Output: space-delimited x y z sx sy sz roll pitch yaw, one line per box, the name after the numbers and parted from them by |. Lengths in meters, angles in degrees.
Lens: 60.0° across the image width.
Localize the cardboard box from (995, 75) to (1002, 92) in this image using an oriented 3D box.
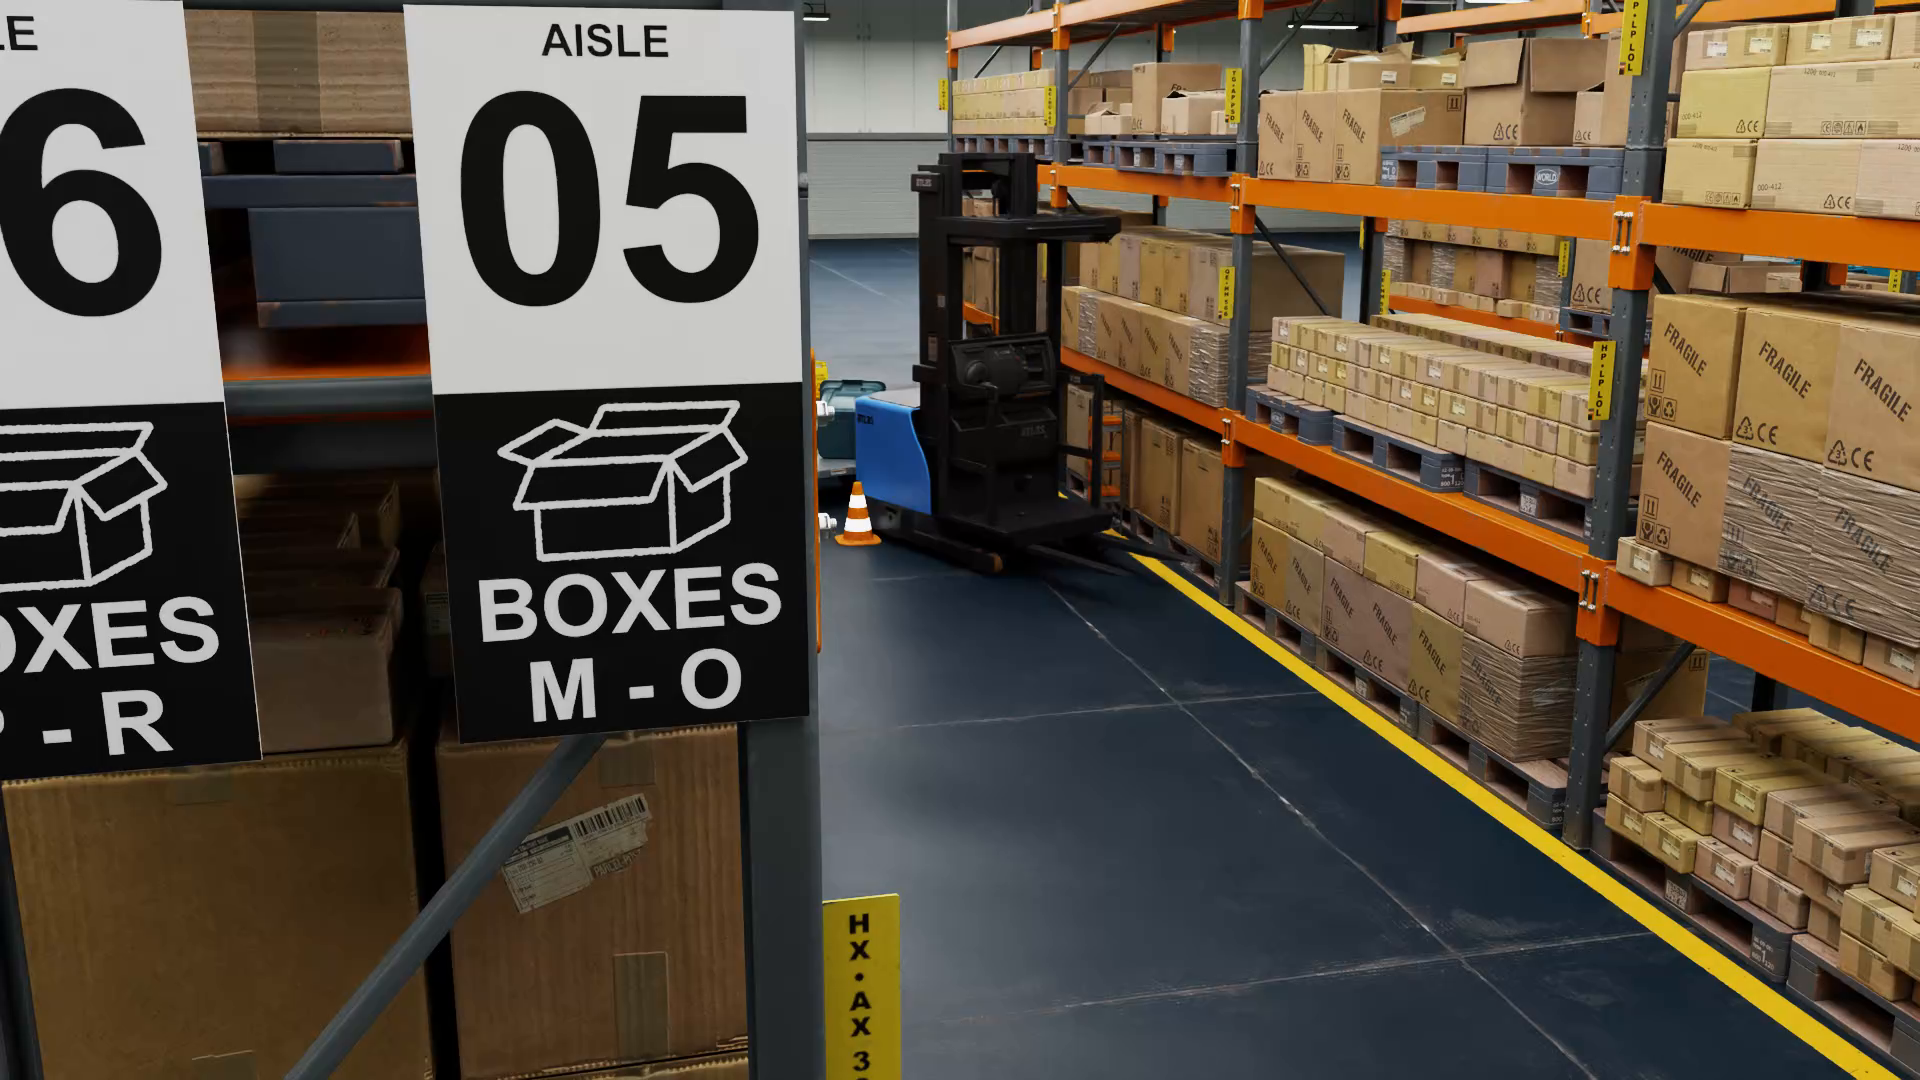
0.550 -4.363 15.899 0.380 0.149 0.250 -3 14 -12 | cardboard box

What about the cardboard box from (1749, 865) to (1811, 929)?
3.235 1.329 6.289 0.380 0.149 0.250 -4 14 -14 | cardboard box

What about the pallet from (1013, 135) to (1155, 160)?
1.121 -3.574 15.104 1.003 0.211 1.213 -3 14 -13 | pallet

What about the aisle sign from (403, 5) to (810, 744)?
-0.368 -0.166 1.808 0.394 0.787 0.004 -3 14 -13 | aisle sign

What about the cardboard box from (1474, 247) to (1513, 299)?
5.804 -2.752 17.032 0.875 0.500 0.500 -3 14 -13 | cardboard box

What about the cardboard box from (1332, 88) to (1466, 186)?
2.365 -2.177 8.988 0.500 0.500 0.500 -3 14 -13 | cardboard box

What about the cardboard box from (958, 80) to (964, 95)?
0.191 -4.716 17.344 0.380 0.149 0.250 -3 14 -13 | cardboard box

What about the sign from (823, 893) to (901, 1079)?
-0.125 0.608 2.128 0.100 0.325 0.005 -3 14 -13 | sign

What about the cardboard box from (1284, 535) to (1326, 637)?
2.282 0.255 9.944 0.500 0.500 0.500 -3 14 -13 | cardboard box

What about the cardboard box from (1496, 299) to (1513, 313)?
5.665 -2.371 16.841 0.380 0.149 0.250 -3 14 -13 | cardboard box

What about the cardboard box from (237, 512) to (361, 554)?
-1.171 0.063 2.663 0.380 0.149 0.250 -3 14 -14 | cardboard box

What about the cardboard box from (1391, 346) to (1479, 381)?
2.528 -0.941 8.849 0.380 0.149 0.250 -3 14 -14 | cardboard box

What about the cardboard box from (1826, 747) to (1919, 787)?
3.683 0.948 6.596 0.380 0.149 0.250 -3 14 -14 | cardboard box

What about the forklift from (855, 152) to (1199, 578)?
0.454 -1.297 12.059 1.130 2.935 3.031 -10 17 -36 | forklift

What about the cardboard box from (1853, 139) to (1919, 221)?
3.264 -1.152 5.318 0.500 0.250 0.500 -3 14 -11 | cardboard box

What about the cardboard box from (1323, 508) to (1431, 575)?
2.392 0.002 9.400 0.500 0.250 0.500 -3 14 -13 | cardboard box

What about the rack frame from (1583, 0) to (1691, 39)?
6.148 -5.138 14.999 1.000 3.000 0.127 -3 14 -13 | rack frame

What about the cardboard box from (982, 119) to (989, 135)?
0.429 -4.093 16.475 0.380 0.149 0.250 -3 14 -14 | cardboard box

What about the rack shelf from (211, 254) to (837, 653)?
-1.136 -0.473 3.737 1.077 0.370 4.000 -3 14 -13 | rack shelf

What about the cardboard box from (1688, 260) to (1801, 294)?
6.645 -2.084 14.033 0.797 0.503 0.637 -2 14 -7 | cardboard box

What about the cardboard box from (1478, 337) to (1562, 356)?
3.105 -1.033 9.227 0.380 0.149 0.250 -3 14 -10 | cardboard box

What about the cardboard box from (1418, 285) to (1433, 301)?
5.259 -2.714 18.245 0.380 0.149 0.250 -3 14 -13 | cardboard box

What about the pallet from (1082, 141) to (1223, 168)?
1.566 -3.126 13.487 0.805 0.209 1.217 -4 14 -15 | pallet

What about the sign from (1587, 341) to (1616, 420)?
2.643 -0.656 6.853 0.100 0.325 0.005 -3 14 -13 | sign

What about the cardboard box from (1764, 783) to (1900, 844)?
3.259 1.039 6.224 0.380 0.149 0.250 -4 14 -15 | cardboard box

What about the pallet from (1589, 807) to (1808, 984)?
3.374 1.382 6.825 1.003 0.211 1.213 -3 14 -13 | pallet

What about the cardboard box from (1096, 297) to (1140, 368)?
1.399 -1.651 13.155 0.500 0.500 0.500 -3 14 -13 | cardboard box

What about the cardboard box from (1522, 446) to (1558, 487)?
2.835 -0.348 7.675 0.380 0.149 0.250 -3 14 -13 | cardboard box

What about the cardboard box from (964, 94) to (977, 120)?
0.348 -4.432 17.023 0.500 0.250 0.500 -3 14 -14 | cardboard box

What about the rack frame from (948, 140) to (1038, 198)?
0.364 -2.894 18.452 1.000 3.000 0.127 -3 14 -13 | rack frame

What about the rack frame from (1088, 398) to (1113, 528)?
1.110 -0.603 13.184 0.200 1.050 0.008 -4 14 -16 | rack frame

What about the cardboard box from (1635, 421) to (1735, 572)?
3.053 -0.190 6.548 0.500 0.500 0.500 -4 14 -14 | cardboard box

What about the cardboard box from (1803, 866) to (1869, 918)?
3.297 1.247 5.997 0.380 0.149 0.250 -3 14 -11 | cardboard box

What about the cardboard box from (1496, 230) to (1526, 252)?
5.656 -3.107 16.379 0.500 0.500 0.500 -3 14 -13 | cardboard box

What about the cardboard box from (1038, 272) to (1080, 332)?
1.205 -2.128 15.002 0.875 0.550 0.550 -3 14 -13 | cardboard box

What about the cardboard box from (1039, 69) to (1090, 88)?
0.907 -4.013 14.465 0.380 0.149 0.250 -3 14 -14 | cardboard box

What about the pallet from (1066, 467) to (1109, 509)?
1.558 -0.443 14.294 1.003 0.211 1.213 -3 14 -13 | pallet

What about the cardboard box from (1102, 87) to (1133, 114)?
1.461 -3.881 14.765 0.500 0.250 0.500 -3 14 -13 | cardboard box

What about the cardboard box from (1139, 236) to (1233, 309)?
1.784 -2.039 12.637 0.700 0.500 0.500 -3 14 -14 | cardboard box

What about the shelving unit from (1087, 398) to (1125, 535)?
1.144 -0.575 13.070 0.215 1.050 0.252 -4 14 -16 | shelving unit

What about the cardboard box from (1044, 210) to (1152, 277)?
1.250 -2.656 14.885 0.875 0.550 0.550 -3 14 -13 | cardboard box

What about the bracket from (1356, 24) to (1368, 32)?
12.614 -16.068 52.152 0.235 0.232 0.430 -3 14 -13 | bracket

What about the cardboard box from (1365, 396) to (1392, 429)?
2.465 -0.710 9.157 0.380 0.149 0.250 -3 14 -12 | cardboard box

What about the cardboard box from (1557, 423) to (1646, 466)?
2.897 -0.433 7.396 0.380 0.149 0.250 -3 14 -11 | cardboard box

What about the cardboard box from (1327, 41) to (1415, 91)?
2.289 -2.642 9.275 0.396 0.266 0.258 -3 14 -13 | cardboard box

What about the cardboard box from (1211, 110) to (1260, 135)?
1.888 -2.770 11.023 0.380 0.166 0.250 -3 14 -13 | cardboard box

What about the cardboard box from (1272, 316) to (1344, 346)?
2.164 -1.301 10.322 0.380 0.149 0.250 -3 14 -13 | cardboard box

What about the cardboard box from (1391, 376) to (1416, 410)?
2.532 -0.793 8.870 0.380 0.149 0.250 -3 14 -11 | cardboard box

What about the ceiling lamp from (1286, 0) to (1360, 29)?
9.698 -15.365 44.557 2.000 3.185 0.800 -3 14 -13 | ceiling lamp

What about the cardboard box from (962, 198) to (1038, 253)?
0.413 -3.403 17.946 0.875 0.550 0.550 -3 14 -13 | cardboard box

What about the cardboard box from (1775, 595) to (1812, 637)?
3.235 0.257 6.084 0.380 0.149 0.250 -4 14 -16 | cardboard box

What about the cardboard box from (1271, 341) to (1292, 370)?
2.161 -1.152 10.340 0.380 0.149 0.250 -3 14 -11 | cardboard box

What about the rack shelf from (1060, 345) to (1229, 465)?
1.773 -1.160 12.871 1.077 0.370 4.000 -3 14 -13 | rack shelf

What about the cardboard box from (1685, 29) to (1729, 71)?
3.015 -1.866 6.346 0.380 0.149 0.250 -4 14 -14 | cardboard box

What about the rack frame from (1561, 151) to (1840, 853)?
3.182 -0.126 7.120 1.000 3.000 0.127 -3 14 -13 | rack frame

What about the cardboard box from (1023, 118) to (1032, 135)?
0.785 -3.743 15.039 0.380 0.149 0.250 -3 14 -12 | cardboard box

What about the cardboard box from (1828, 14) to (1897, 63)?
3.177 -1.684 5.601 0.380 0.149 0.250 -4 14 -15 | cardboard box

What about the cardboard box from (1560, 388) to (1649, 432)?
2.898 -0.578 7.364 0.380 0.149 0.250 -3 14 -11 | cardboard box

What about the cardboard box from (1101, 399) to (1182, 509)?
1.759 -0.721 13.414 1.050 0.750 0.750 -3 14 -13 | cardboard box

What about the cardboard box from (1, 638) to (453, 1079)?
-1.011 0.464 2.389 0.500 0.500 0.500 -3 14 -11 | cardboard box
